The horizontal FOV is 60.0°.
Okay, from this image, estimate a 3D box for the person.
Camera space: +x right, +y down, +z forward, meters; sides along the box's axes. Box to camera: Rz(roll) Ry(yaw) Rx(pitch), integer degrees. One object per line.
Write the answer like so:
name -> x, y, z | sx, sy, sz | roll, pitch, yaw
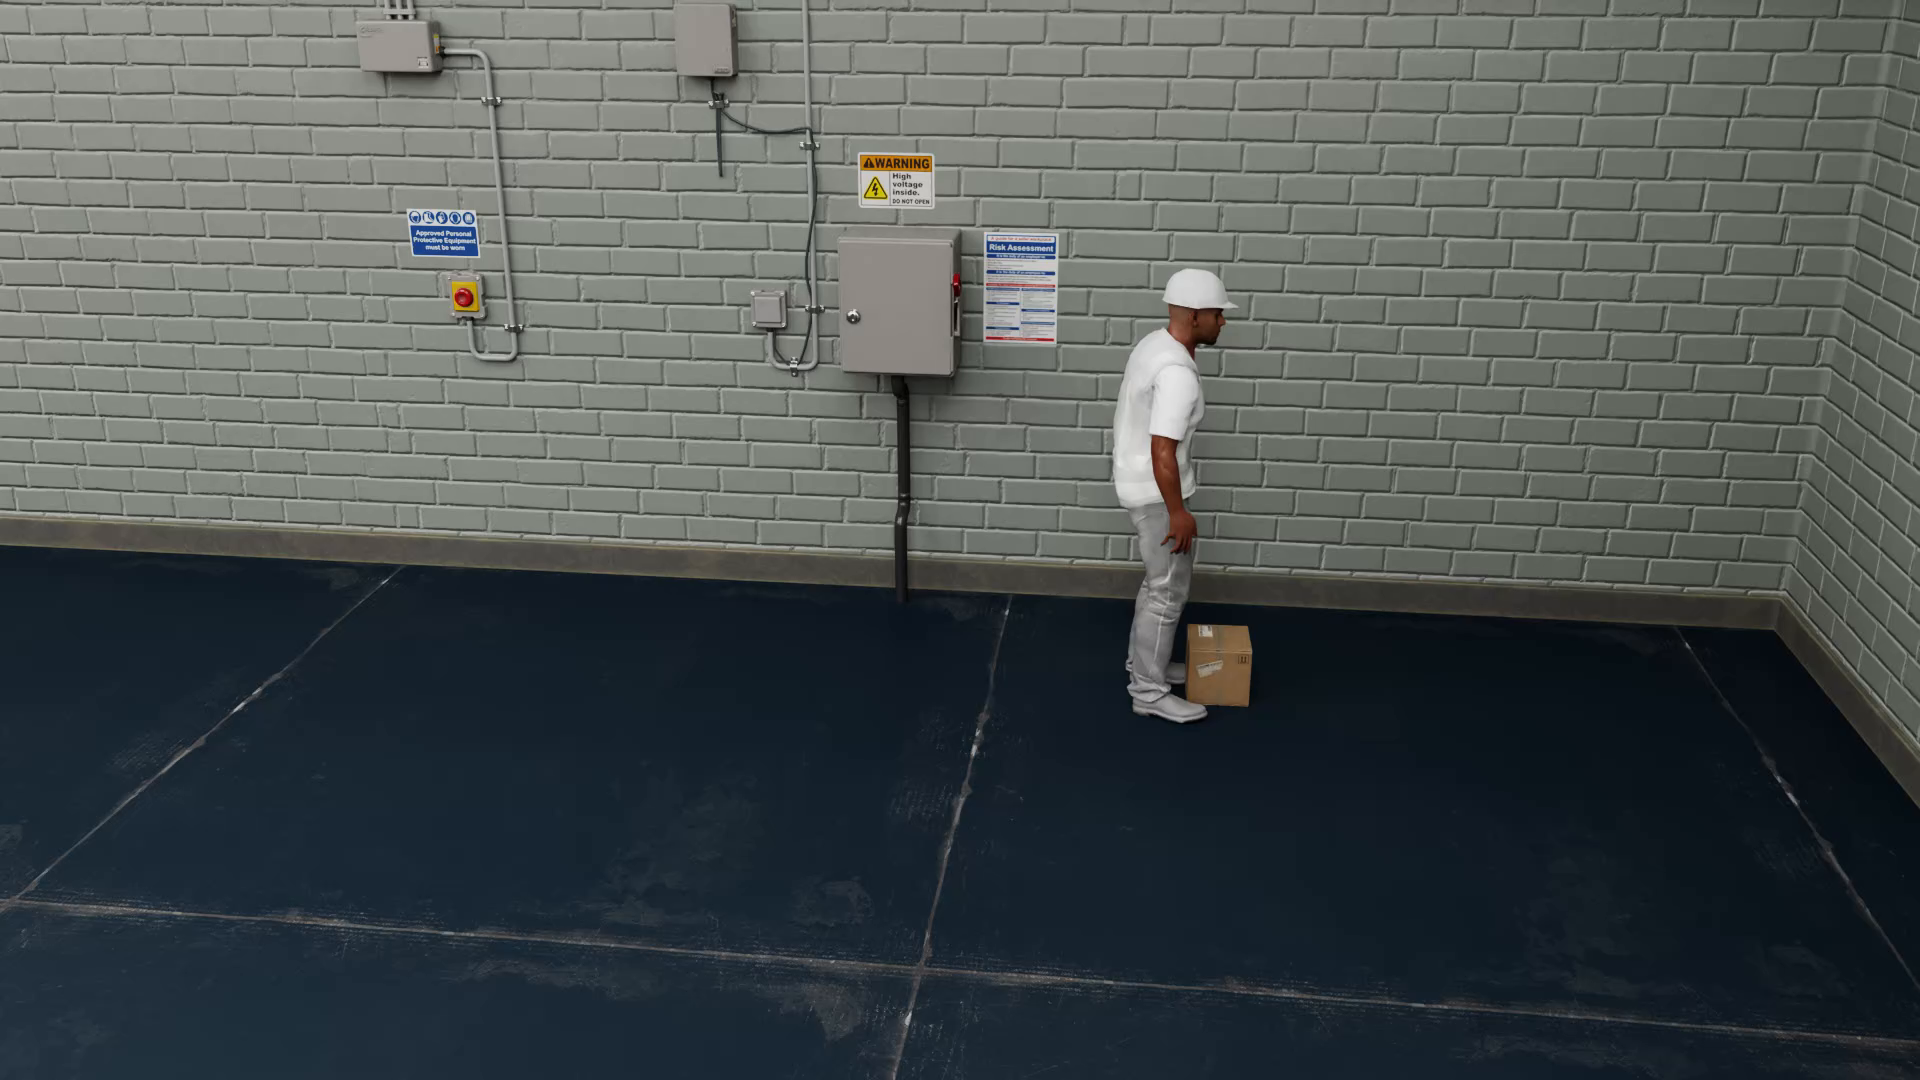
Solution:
person -> 0.828, -0.194, 6.561 | 0.460, 1.760, 0.634 | 1, 21, 3
